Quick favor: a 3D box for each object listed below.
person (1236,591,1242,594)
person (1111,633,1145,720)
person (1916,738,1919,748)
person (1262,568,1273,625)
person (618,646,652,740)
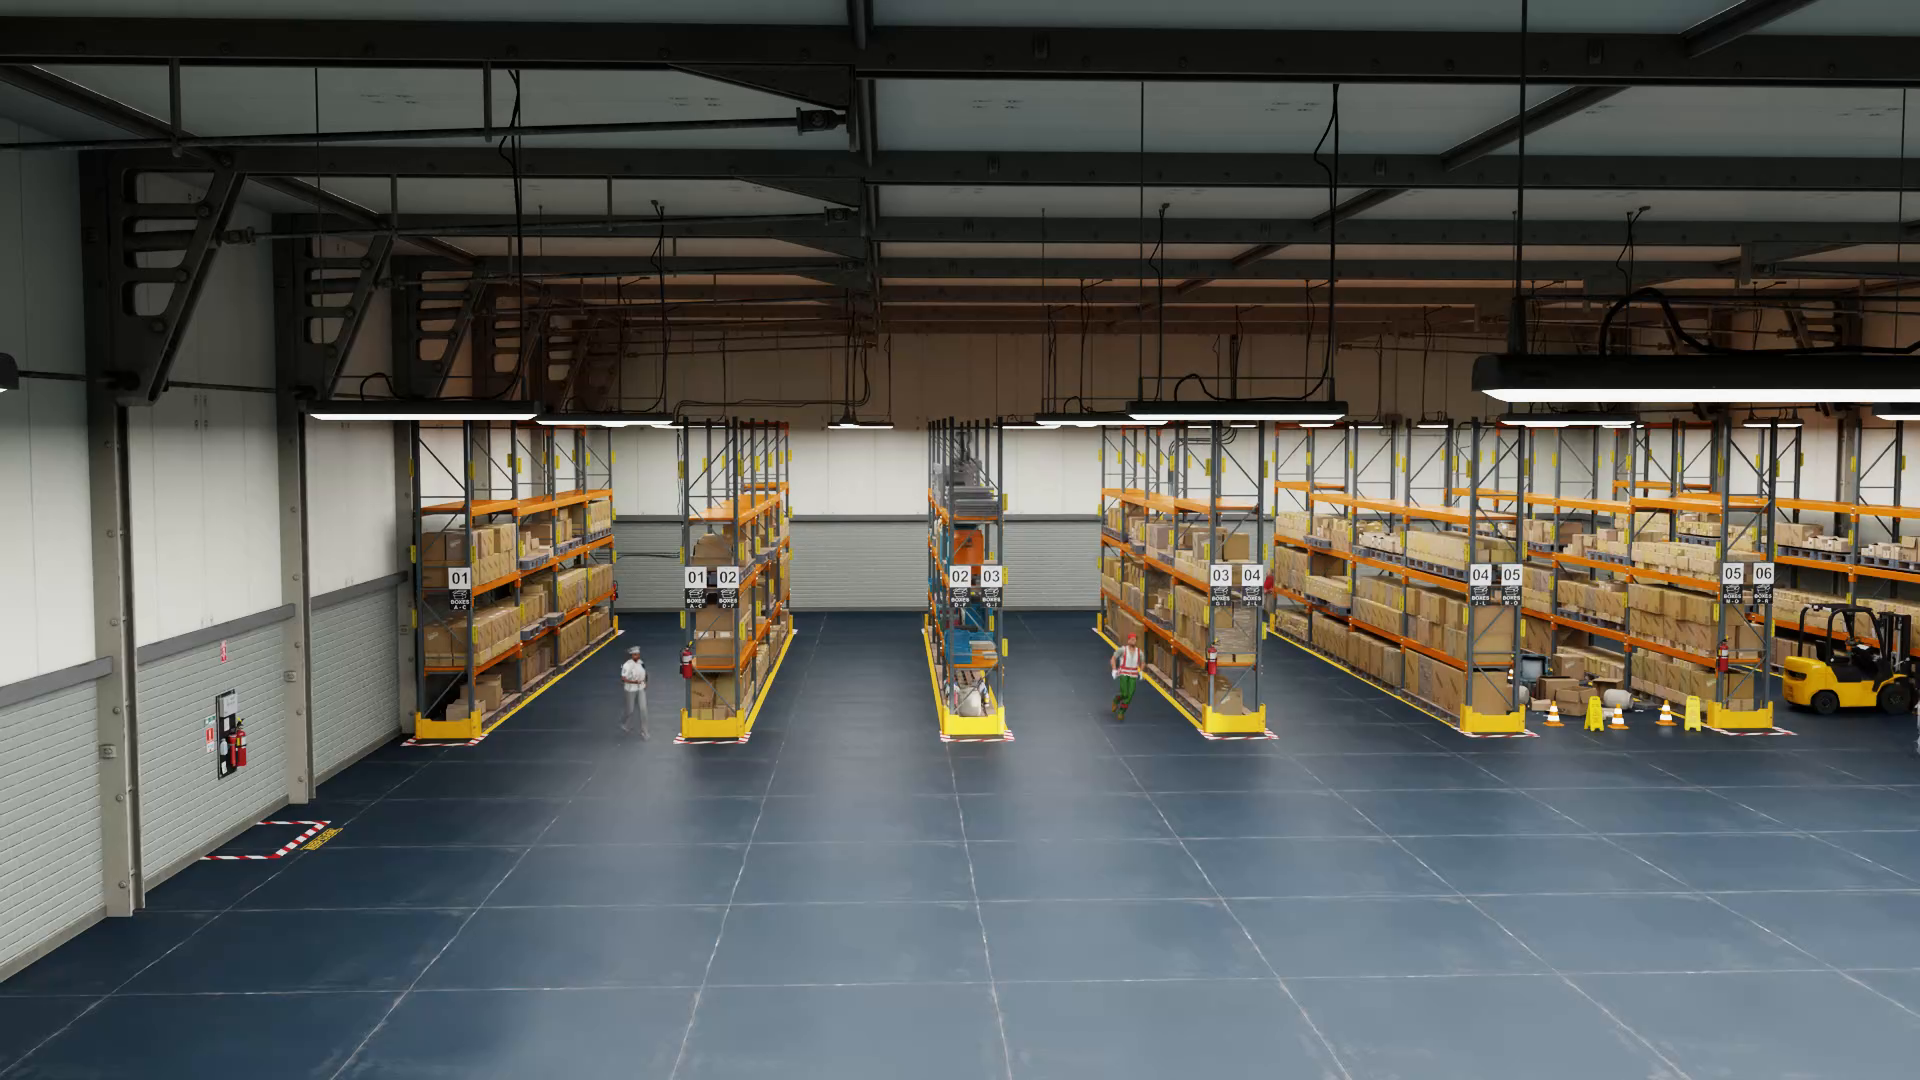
[{"bbox_3d":[7.840,1.837,47.256,0.563,1.609,0.588,0,4,4],"label":"person"},{"bbox_3d":[3.368,2.706,33.120,0.706,1.710,0.561,-1,4,-13],"label":"person"},{"bbox_3d":[17.054,3.068,28.754,0.576,1.630,0.959,-3,5,-35],"label":"person"},{"bbox_3d":[9.125,1.685,49.144,0.590,1.689,0.661,-2,4,-28],"label":"person"},{"bbox_3d":[-6.106,2.841,31.149,0.597,1.732,0.894,-4,5,-44],"label":"person"}]
